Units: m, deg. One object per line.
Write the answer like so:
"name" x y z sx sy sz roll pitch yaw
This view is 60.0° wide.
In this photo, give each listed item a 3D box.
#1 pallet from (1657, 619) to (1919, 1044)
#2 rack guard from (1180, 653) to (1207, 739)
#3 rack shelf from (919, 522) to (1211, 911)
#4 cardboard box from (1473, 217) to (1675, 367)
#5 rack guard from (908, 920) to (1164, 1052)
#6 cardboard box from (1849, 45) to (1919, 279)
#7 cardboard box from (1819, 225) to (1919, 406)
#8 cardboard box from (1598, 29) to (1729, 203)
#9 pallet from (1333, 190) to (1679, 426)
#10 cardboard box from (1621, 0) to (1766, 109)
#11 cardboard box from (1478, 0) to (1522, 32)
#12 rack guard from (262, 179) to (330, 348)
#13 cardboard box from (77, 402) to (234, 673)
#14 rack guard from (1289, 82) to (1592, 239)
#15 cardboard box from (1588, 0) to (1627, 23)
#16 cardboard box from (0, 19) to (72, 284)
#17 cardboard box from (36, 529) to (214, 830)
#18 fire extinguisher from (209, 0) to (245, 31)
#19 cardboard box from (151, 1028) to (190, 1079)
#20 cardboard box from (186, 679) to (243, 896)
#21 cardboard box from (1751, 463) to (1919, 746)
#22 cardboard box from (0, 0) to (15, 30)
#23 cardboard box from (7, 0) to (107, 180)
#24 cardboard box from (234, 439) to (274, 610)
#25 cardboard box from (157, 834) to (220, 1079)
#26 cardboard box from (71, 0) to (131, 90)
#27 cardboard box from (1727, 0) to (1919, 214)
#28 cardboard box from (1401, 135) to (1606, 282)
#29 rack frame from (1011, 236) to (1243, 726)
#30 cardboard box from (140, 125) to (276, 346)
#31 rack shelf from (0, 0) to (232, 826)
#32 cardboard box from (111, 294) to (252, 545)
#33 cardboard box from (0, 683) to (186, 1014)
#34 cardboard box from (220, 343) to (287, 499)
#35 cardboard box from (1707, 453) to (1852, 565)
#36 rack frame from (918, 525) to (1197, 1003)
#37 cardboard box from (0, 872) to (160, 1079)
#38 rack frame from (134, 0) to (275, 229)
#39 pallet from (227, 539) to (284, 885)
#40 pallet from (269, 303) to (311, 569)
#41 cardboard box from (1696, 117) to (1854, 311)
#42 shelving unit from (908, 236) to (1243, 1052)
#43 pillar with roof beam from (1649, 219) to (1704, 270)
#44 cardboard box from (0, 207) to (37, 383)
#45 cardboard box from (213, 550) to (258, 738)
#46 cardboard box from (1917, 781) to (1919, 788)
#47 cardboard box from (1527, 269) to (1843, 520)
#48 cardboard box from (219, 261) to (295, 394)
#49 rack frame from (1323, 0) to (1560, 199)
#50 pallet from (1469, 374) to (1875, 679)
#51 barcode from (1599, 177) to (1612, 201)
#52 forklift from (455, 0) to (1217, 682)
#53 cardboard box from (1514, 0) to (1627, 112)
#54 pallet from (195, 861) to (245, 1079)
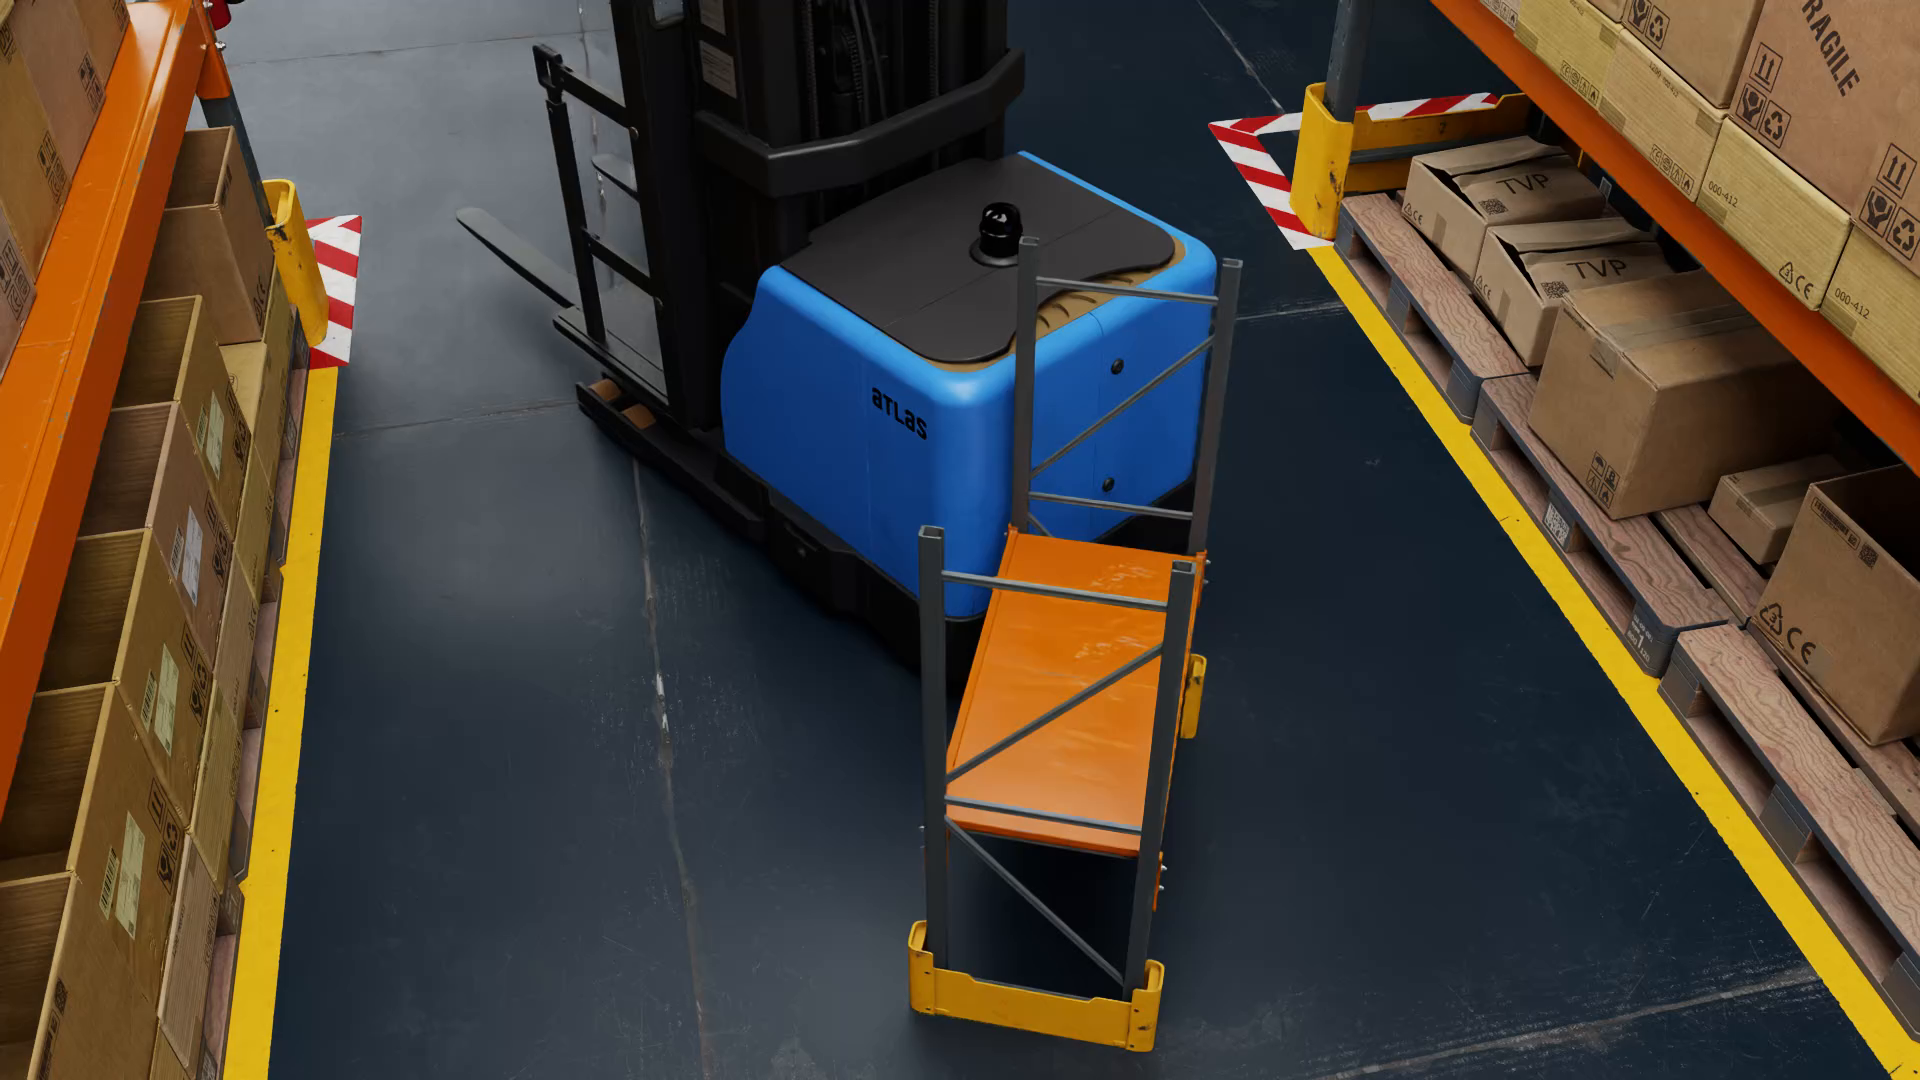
"pallet" 2.609 0.656 4.352 1.003 0.211 1.213 -8 42 -9
"rack guard" 0.376 0.396 4.615 0.587 0.250 0.087 8 42 9
"rack shelf" 0.276 0.381 3.962 0.538 0.185 1.000 8 42 9
"cardboard box" 2.110 -0.877 5.673 0.500 0.311 0.500 -5 42 -6
"rack guard" 0.172 1.044 3.886 0.587 0.250 0.087 8 42 9
"cardboard box" 2.271 -0.773 3.395 0.500 0.500 0.500 -9 42 -10
"cardboard box" 2.291 -0.496 3.647 0.500 0.250 0.500 -8 42 -9
"cardboard box" 2.057 -1.145 4.379 0.500 0.250 0.500 -8 42 -9
"pallet" 2.082 -0.926 6.134 1.003 0.211 1.213 -8 42 -9
"cardboard box" 2.060 -1.438 4.144 0.500 0.500 0.500 -7 42 -8
"cardboard box" 1.846 -1.804 5.121 0.500 0.250 0.500 -10 42 -11
"rack guard" -2.916 -0.918 5.907 1.175 0.500 0.348 -8 42 -9
"cardboard box" -2.168 0.029 4.148 0.500 0.500 0.500 -8 42 -9
"rack guard" 1.941 -1.565 6.637 1.175 0.500 0.348 -8 42 -9
"cardboard box" 1.937 -1.771 4.519 0.500 0.500 0.500 -10 42 -11
"cardboard box" -2.603 -0.908 3.938 0.700 0.500 0.500 -8 42 -9
"cardboard box" -2.058 0.353 3.783 0.500 0.500 0.500 -8 42 -9
"fire extinguisher" -2.483 -1.951 5.247 0.296 0.674 0.183 -8 42 -9
"cardboard box" -1.852 1.283 3.300 0.500 0.250 0.500 -8 42 -9
"cardboard box" -2.058 0.633 4.032 0.500 0.250 0.500 -8 42 -9
"cardboard box" 2.525 0.147 4.377 0.500 0.500 0.500 -11 43 -12
"cardboard box" -2.420 -1.228 3.810 0.380 0.149 0.250 -7 42 -8
"cardboard box" -2.705 -1.230 4.301 0.700 0.500 0.500 -7 42 -8
"cardboard box" -2.277 -0.014 4.762 0.500 0.250 0.500 -8 42 -9
"cardboard box" -1.955 0.958 3.666 0.500 0.250 0.500 -8 42 -9
"cardboard box" -2.823 -1.570 4.684 0.700 0.500 0.500 -8 42 -9
"cardboard box" 2.173 -1.101 3.764 0.500 0.500 0.500 -9 42 -11
"cardboard box" 1.987 -1.247 6.089 0.500 0.311 0.500 -13 43 -14
"rack frame" 0.380 -0.084 4.215 0.500 1.500 0.032 8 42 9
"cardboard box" -2.505 -0.941 5.241 0.500 0.500 0.500 -8 42 -9
"rack shelf" -2.479 -0.272 3.838 1.077 0.370 4.000 -8 42 -9
"cardboard box" -2.275 -0.295 4.513 0.500 0.500 0.500 -8 42 -9
"cardboard box" -1.958 0.678 3.417 0.500 0.500 0.500 -8 42 -9
"cardboard box" -2.387 -0.338 5.126 0.500 0.250 0.500 -8 42 -9
"cardboard box" 2.463 -0.094 4.913 0.380 0.149 0.250 -12 43 -13
"rack frame" 0.172 0.577 3.470 0.500 1.500 0.032 8 42 9
"cardboard box" -1.842 1.001 3.053 0.500 0.500 0.500 -8 42 -9
"rack frame" -2.911 -1.837 5.060 1.000 3.000 0.127 -8 42 -9
"pallet" -2.445 0.485 4.545 1.003 0.211 1.213 -8 42 -9
"pallet" -2.705 -0.305 5.434 1.003 0.211 1.213 -8 42 -9
"cardboard box" 2.167 -0.819 4.012 0.500 0.250 0.500 -9 42 -10
"shelving unit" 0.274 0.253 3.836 0.587 1.500 1.083 8 42 9
"pillar with roof beam" -1.283 -3.846 2.804 9.100 9.000 0.400 -8 42 -9
"cardboard box" -2.486 -0.567 3.554 0.700 0.500 0.500 -7 42 -8
"cardboard box" -2.171 0.310 4.396 0.500 0.250 0.500 -8 42 -9
"cardboard box" 2.644 0.596 4.122 0.380 0.166 0.250 -14 43 -15
"cardboard box" 2.219 -0.465 5.066 0.700 0.500 0.500 -11 43 -12
"cardboard box" -2.507 -0.661 5.490 0.500 0.250 0.500 -8 42 -9
"rack frame" 1.925 -2.549 5.862 1.000 3.000 0.127 -8 42 -9
"pallet" 2.342 -0.136 5.245 1.003 0.211 1.213 -8 42 -9
"barcode" 2.381 -1.296 6.137 0.001 0.075 0.075 -8 42 -9
"forklift" -0.648 -1.587 4.830 1.130 2.935 3.031 -31 50 -30
"cardboard box" 1.951 -1.473 4.748 0.500 0.250 0.500 -9 42 -10
"pallet" -2.178 1.277 3.652 1.003 0.211 1.213 -8 42 -9
